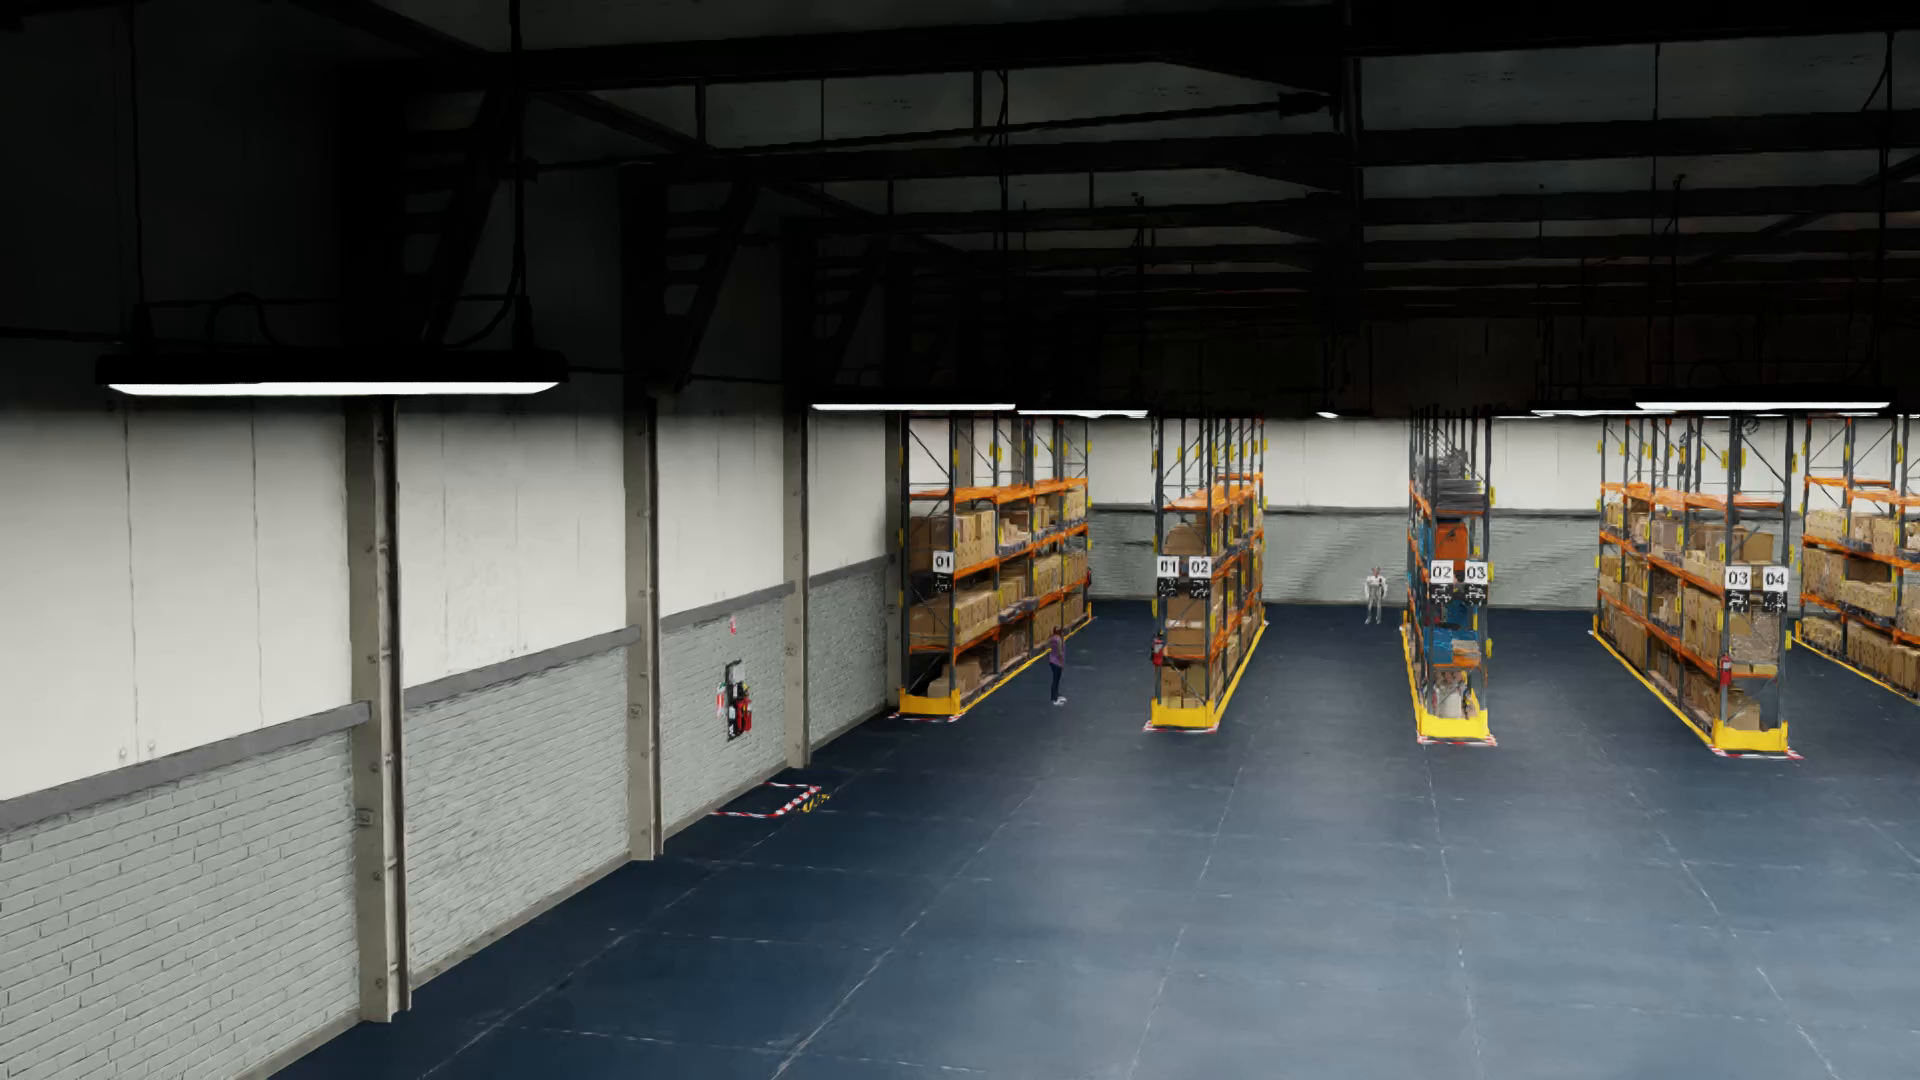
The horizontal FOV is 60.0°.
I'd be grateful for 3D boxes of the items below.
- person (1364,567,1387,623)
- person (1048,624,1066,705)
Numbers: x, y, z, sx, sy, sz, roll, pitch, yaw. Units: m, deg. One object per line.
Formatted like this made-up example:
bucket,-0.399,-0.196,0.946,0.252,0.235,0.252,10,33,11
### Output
person,11.734,1.547,46.986,0.639,1.632,0.512,1,4,13
person,1.996,2.499,33.597,0.417,1.603,0.505,-1,4,-16
